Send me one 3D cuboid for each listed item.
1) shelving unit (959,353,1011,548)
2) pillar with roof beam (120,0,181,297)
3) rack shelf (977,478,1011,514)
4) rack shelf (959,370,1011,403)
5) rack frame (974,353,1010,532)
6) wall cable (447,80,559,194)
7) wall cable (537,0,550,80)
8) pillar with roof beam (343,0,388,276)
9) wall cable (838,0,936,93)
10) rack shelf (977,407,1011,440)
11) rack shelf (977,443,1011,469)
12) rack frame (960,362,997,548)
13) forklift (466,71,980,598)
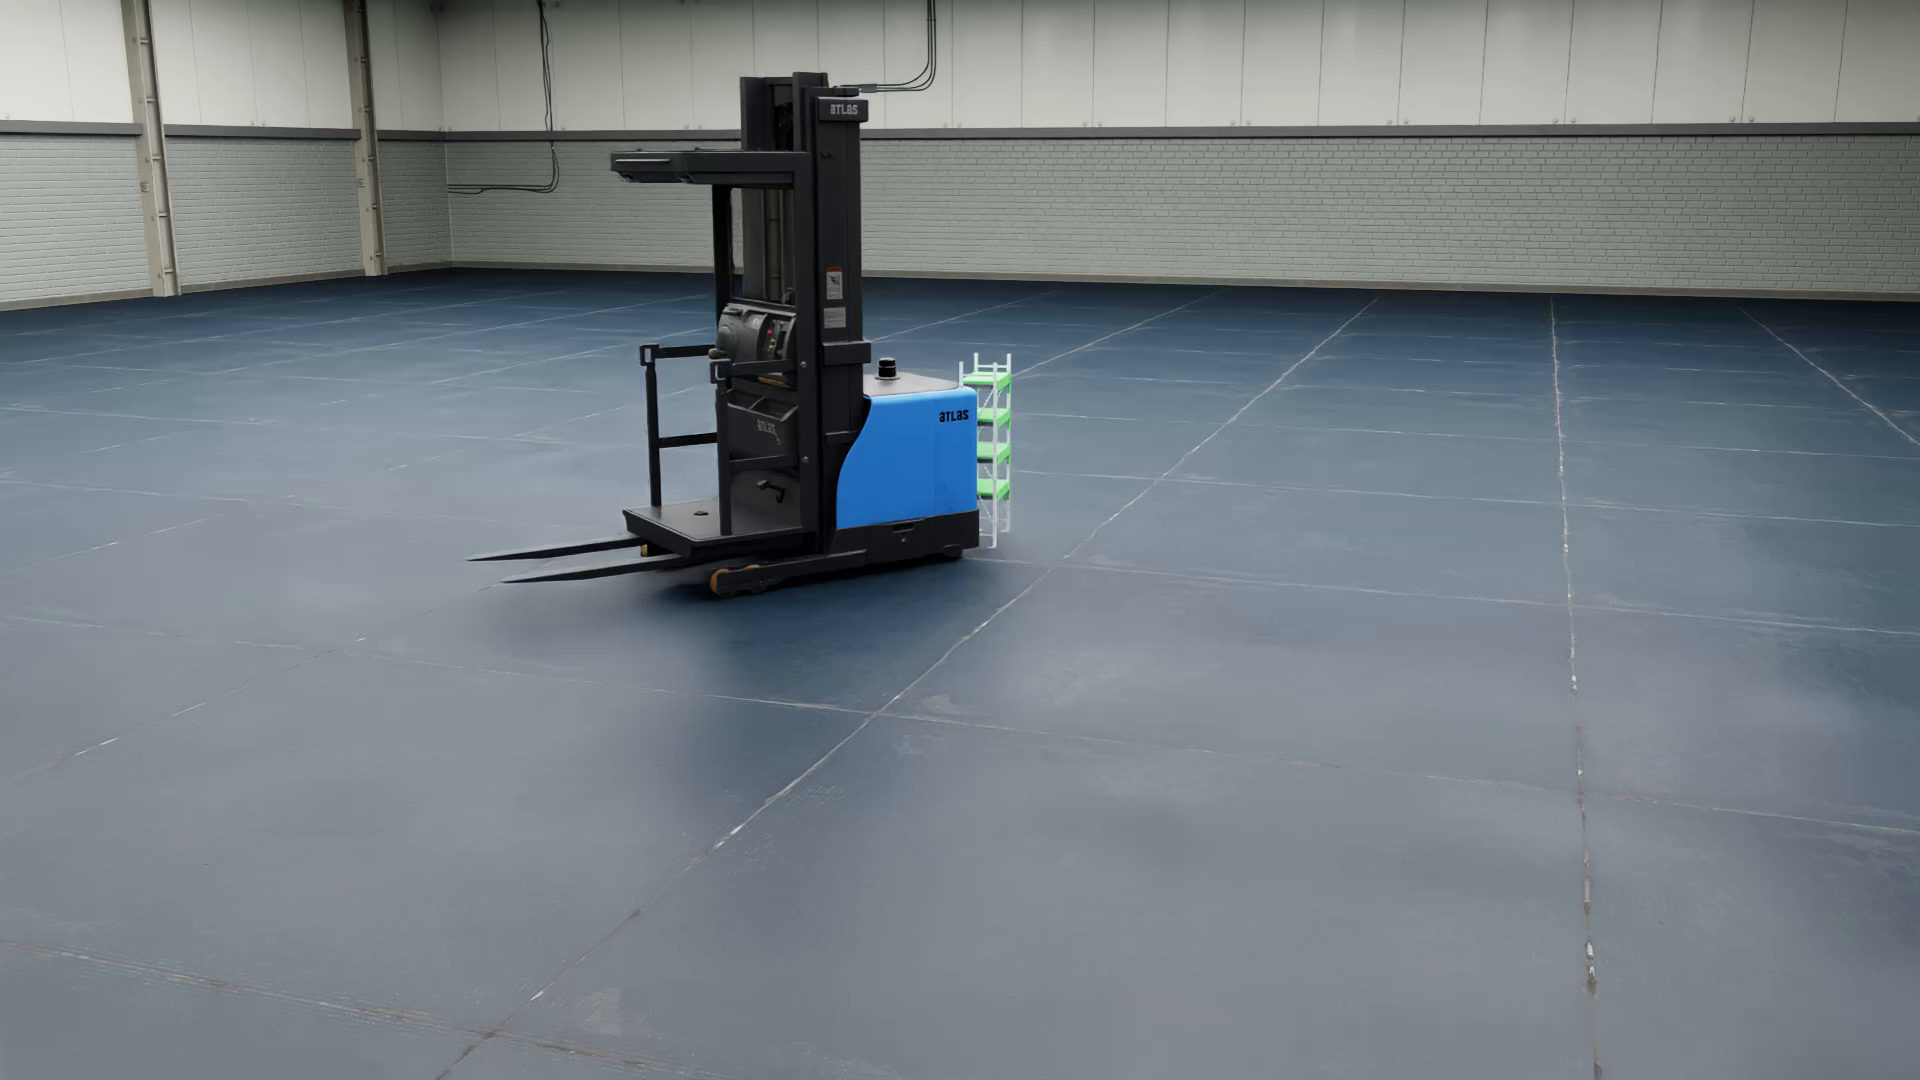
[{"bbox_3d":[0.165,-0.592,10.885,0.258,1.200,0.503,3,13,11],"label":"shelving unit"},{"bbox_3d":[-10.649,-8.613,28.501,9.100,9.000,0.400,4,14,18],"label":"pillar with roof beam"},{"bbox_3d":[0.165,-0.296,10.953,0.258,0.148,0.480,3,13,11],"label":"rack shelf"},{"bbox_3d":[0.165,-0.998,10.793,0.258,0.148,0.480,3,13,11],"label":"rack shelf"},{"bbox_3d":[0.214,-0.645,11.118,0.240,1.200,0.015,3,13,11],"label":"rack frame"},{"bbox_3d":[-10.577,-9.197,38.040,3.097,2.526,0.112,4,14,18],"label":"wall cable"},{"bbox_3d":[-8.017,-11.465,36.624,3.097,2.526,0.112,4,14,18],"label":"wall cable"},{"bbox_3d":[-8.708,-9.876,34.036,9.100,9.000,0.400,4,14,18],"label":"pillar with roof beam"},{"bbox_3d":[-1.599,-11.682,34.306,2.305,6.003,0.169,4,14,18],"label":"wall cable"},{"bbox_3d":[0.165,-0.764,10.846,0.258,0.148,0.480,3,13,11],"label":"rack shelf"},{"bbox_3d":[0.165,-0.530,10.899,0.258,0.148,0.480,3,13,11],"label":"rack shelf"},{"bbox_3d":[0.116,-0.539,10.652,0.240,1.200,0.015,3,13,11],"label":"rack frame"},{"bbox_3d":[-1.388,-1.232,9.797,3.031,2.935,1.130,-8,15,-33],"label":"forklift"}]
